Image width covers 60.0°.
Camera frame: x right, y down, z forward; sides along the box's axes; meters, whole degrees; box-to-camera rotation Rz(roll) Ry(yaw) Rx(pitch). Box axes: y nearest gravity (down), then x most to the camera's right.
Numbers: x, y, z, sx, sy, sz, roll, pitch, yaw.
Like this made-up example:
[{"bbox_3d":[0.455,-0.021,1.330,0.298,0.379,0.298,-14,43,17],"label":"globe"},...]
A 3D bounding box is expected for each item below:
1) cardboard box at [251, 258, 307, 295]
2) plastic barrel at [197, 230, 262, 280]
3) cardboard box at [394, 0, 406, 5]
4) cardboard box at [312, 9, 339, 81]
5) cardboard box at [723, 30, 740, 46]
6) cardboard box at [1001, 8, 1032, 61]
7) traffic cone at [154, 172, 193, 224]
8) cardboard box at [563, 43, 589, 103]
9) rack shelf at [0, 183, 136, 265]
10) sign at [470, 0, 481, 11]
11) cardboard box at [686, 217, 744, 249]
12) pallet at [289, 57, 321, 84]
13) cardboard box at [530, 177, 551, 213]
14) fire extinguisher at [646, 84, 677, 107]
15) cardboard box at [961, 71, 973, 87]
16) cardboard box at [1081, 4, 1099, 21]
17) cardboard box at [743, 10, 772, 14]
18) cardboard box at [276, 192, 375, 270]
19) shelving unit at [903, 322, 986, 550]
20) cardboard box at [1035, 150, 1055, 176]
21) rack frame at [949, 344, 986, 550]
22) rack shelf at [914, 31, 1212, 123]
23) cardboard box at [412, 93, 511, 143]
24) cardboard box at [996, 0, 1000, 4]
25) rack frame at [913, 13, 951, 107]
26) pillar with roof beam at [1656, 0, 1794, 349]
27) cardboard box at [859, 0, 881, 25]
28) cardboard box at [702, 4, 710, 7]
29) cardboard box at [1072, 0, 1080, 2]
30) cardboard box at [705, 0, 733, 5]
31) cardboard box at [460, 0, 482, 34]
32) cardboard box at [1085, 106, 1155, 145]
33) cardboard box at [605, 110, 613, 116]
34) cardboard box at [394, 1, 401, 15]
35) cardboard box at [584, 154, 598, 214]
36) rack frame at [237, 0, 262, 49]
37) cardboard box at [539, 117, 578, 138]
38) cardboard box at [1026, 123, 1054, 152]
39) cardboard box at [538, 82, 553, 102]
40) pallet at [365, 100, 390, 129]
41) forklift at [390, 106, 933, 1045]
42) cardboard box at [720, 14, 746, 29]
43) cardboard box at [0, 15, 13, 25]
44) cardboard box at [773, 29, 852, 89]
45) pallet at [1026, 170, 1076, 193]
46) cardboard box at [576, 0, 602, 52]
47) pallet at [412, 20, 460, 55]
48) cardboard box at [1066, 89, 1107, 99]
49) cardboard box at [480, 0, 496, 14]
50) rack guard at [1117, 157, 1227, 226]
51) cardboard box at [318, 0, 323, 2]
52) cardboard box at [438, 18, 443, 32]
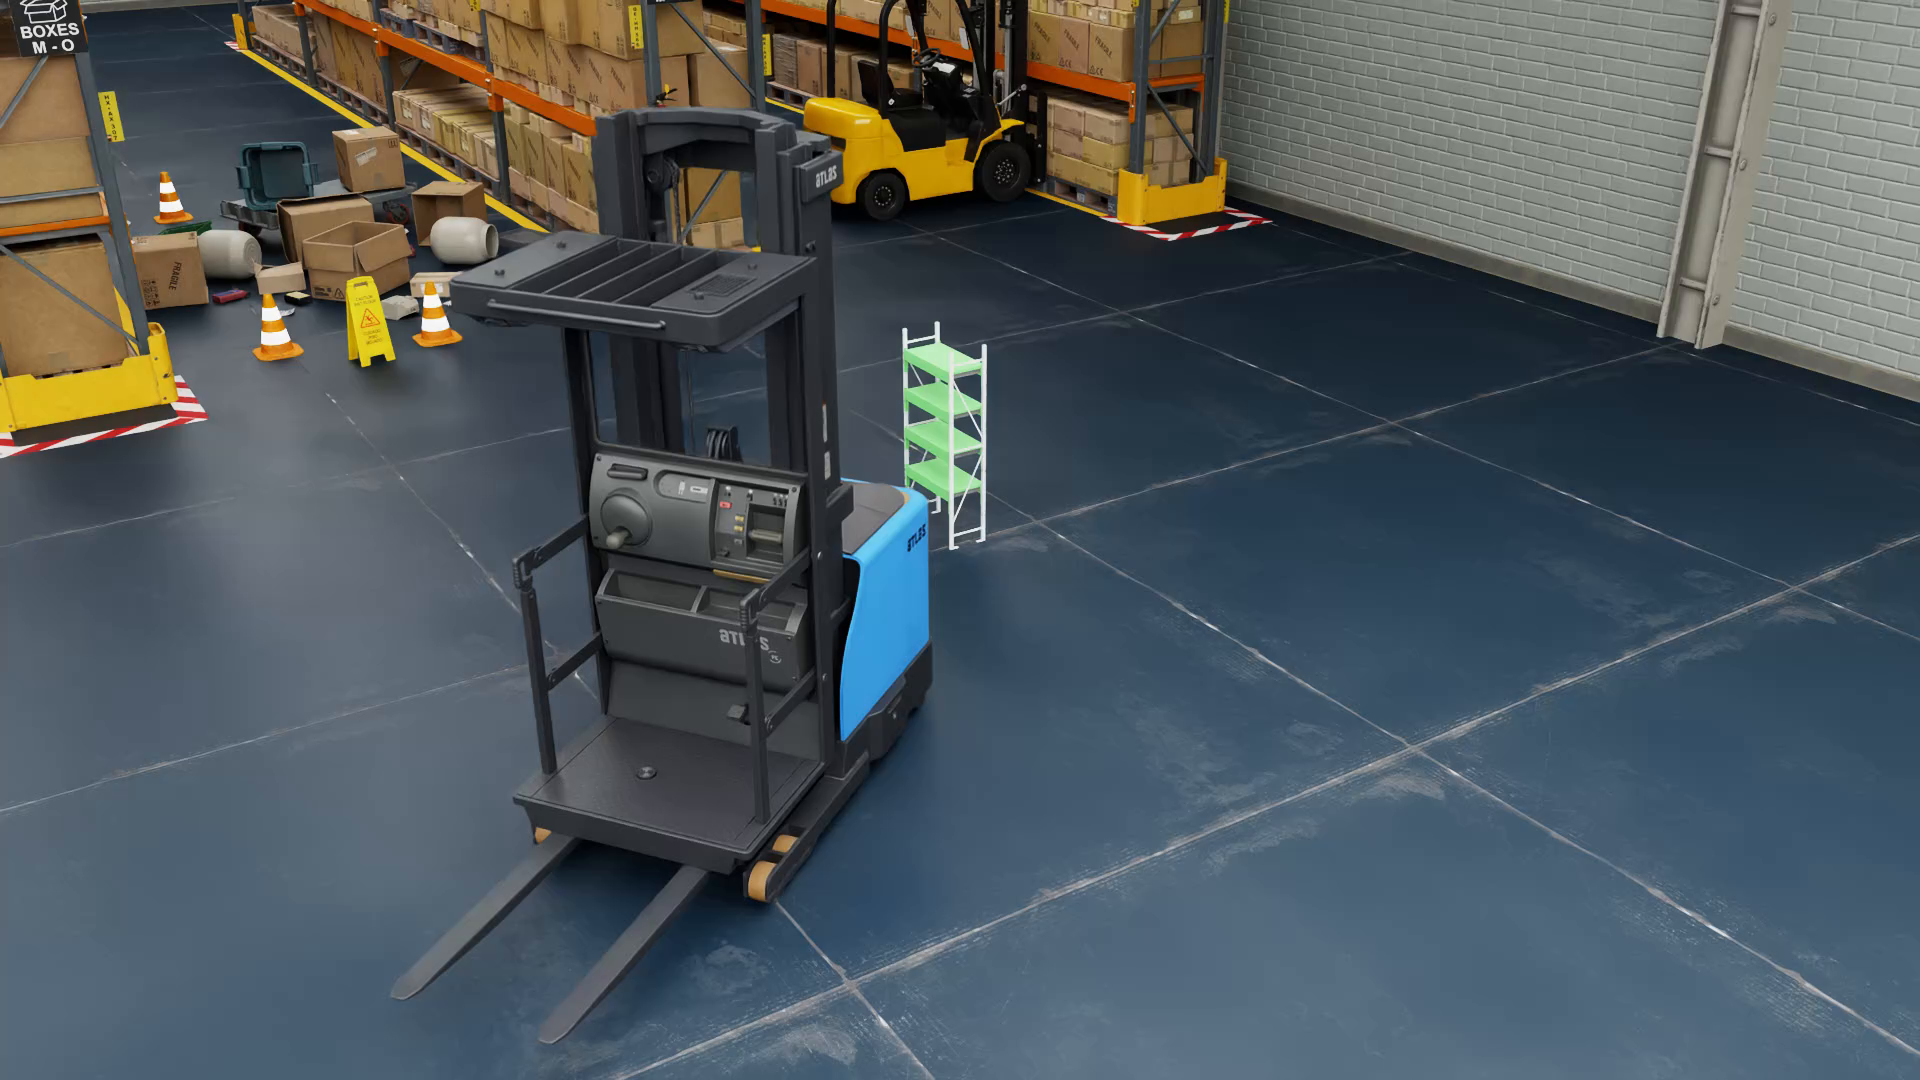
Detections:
[{"bbox_3d":[-5.851,-2.287,14.283,0.396,0.266,0.258,-10,27,-21],"label":"cardboard box"},{"bbox_3d":[-6.428,-2.495,14.540,0.512,0.421,0.421,3,25,6],"label":"plastic barrel"},{"bbox_3d":[-6.082,-6.299,18.622,0.500,0.500,0.500,-14,29,-27],"label":"cardboard box"},{"bbox_3d":[-8.202,-6.786,22.608,0.875,0.875,0.875,-15,29,-28],"label":"cardboard box"},{"bbox_3d":[-2.943,-6.829,23.139,0.500,0.500,0.500,-16,30,-30],"label":"cardboard box"},{"bbox_3d":[0.772,-5.334,17.418,0.500,0.500,0.500,-15,29,-29],"label":"cardboard box"},{"bbox_3d":[-7.800,-3.393,16.396,0.336,0.463,0.334,-16,29,-30],"label":"traffic cone"},{"bbox_3d":[-3.124,-4.137,14.535,0.500,0.500,0.500,-16,29,-30],"label":"cardboard box"},{"bbox_3d":[-7.241,-2.668,12.731,1.077,0.370,4.000,-16,29,-30],"label":"rack shelf"},{"bbox_3d":[-4.704,-5.291,16.089,0.100,0.325,0.005,-16,29,-30],"label":"sign"},{"bbox_3d":[-2.266,-2.767,14.827,0.500,0.250,0.500,-16,30,-30],"label":"cardboard box"},{"bbox_3d":[-8.957,-6.789,23.884,1.003,0.211,1.213,-16,29,-30],"label":"pallet"},{"bbox_3d":[-3.844,-3.383,16.131,0.500,0.250,0.500,-14,29,-27],"label":"cardboard box"},{"bbox_3d":[-2.381,-3.284,13.284,0.296,0.674,0.183,-16,29,-30],"label":"fire extinguisher"},{"bbox_3d":[0.188,-5.024,18.436,0.500,0.250,0.500,-15,29,-29],"label":"cardboard box"},{"bbox_3d":[1.421,-5.215,16.406,0.380,0.149,0.250,-15,29,-29],"label":"cardboard box"},{"bbox_3d":[-2.870,-7.472,23.740,0.380,0.149,0.250,-16,30,-31],"label":"cardboard box"},{"bbox_3d":[-5.654,-2.771,14.871,0.797,0.637,0.503,-16,29,-30],"label":"cardboard box"},{"bbox_3d":[-0.090,-0.602,9.619,0.258,1.200,0.503,-16,29,-30],"label":"shelving unit"},{"bbox_3d":[1.050,-4.028,17.498,0.500,0.250,0.500,-15,29,-29],"label":"cardboard box"},{"bbox_3d":[0.043,-0.515,9.434,0.240,1.200,0.015,-16,29,-30],"label":"rack frame"},{"bbox_3d":[1.008,-5.016,17.704,1.077,0.370,4.000,-16,29,-30],"label":"rack shelf"},{"bbox_3d":[-5.714,-4.864,19.127,0.950,0.372,0.625,-16,30,-31],"label":"cardboard box"},{"bbox_3d":[0.545,-5.755,17.551,0.380,0.149,0.250,-17,30,-31],"label":"cardboard box"},{"bbox_3d":[-0.084,-6.057,19.066,1.000,3.000,0.127,-16,29,-30],"label":"rack frame"},{"bbox_3d":[2.143,-4.649,9.056,9.100,9.000,0.400,-16,29,-30],"label":"pillar with roof beam"},{"bbox_3d":[-0.857,-6.287,19.729,0.500,0.250,0.500,-16,29,-30],"label":"cardboard box"},{"bbox_3d":[-3.846,-7.717,24.260,0.380,0.149,0.250,-16,29,-30],"label":"cardboard box"},{"bbox_3d":[1.328,-5.453,16.561,0.380,0.149,0.250,-15,29,-29],"label":"cardboard box"},{"bbox_3d":[-3.558,-7.943,24.739,0.380,0.149,0.250,-17,30,-32],"label":"cardboard box"},{"bbox_3d":[-4.685,-5.380,16.675,0.500,0.500,0.500,-16,30,-31],"label":"cardboard box"},{"bbox_3d":[1.587,-4.117,16.514,0.500,0.250,0.500,-14,29,-28],"label":"cardboard box"},{"bbox_3d":[-2.794,-3.600,14.155,0.380,0.149,0.250,-16,30,-30],"label":"cardboard box"},{"bbox_3d":[-6.166,-6.028,18.808,0.380,0.149,0.250,-18,31,-33],"label":"cardboard box"},{"bbox_3d":[-3.000,-3.165,14.791,0.500,0.500,0.500,-14,29,-28],"label":"cardboard box"},{"bbox_3d":[-10.791,-9.191,25.705,1.000,3.000,0.127,-16,29,-30],"label":"rack frame"},{"bbox_3d":[-3.695,-3.866,15.516,0.380,0.149,0.250,-14,29,-27],"label":"cardboard box"},{"bbox_3d":[1.008,-4.261,17.406,0.500,0.250,0.500,-16,30,-31],"label":"cardboard box"},{"bbox_3d":[-3.647,-4.138,15.295,0.380,0.149,0.250,-15,29,-29],"label":"cardboard box"},{"bbox_3d":[-6.791,-5.368,20.873,1.003,0.211,1.213,-16,29,-30],"label":"pallet"},{"bbox_3d":[-1.142,-0.073,6.472,1.130,2.935,3.031,9,27,19],"label":"forklift"},{"bbox_3d":[-3.137,-7.258,23.286,0.380,0.149,0.250,-15,29,-28],"label":"cardboard box"},{"bbox_3d":[-7.287,-3.542,12.299,0.875,0.550,0.500,-16,29,-30],"label":"cardboard box"},{"bbox_3d":[-1.938,-6.377,22.035,0.875,0.625,0.625,-15,29,-28],"label":"cardboard box"},{"bbox_3d":[0.985,-4.065,18.113,1.003,0.211,1.213,-16,29,-30],"label":"pallet"},{"bbox_3d":[-2.789,-4.414,13.950,0.700,0.500,0.500,-15,29,-29],"label":"cardboard box"},{"bbox_3d":[-5.309,-5.544,18.205,1.003,0.211,1.213,-16,29,-30],"label":"pallet"},{"bbox_3d":[1.456,-4.600,17.538,0.500,0.250,0.500,-16,30,-30],"label":"cardboard box"},{"bbox_3d":[-4.182,-5.322,15.874,0.700,0.500,0.500,-16,30,-30],"label":"cardboard box"},{"bbox_3d":[2.113,-3.487,16.551,1.175,0.500,0.348,-16,29,-30],"label":"rack guard"},{"bbox_3d":[-8.039,-7.101,21.455,0.500,0.250,0.500,-16,30,-30],"label":"cardboard box"},{"bbox_3d":[-5.298,-5.463,17.610,0.380,0.149,0.250,-16,29,-30],"label":"cardboard box"}]
